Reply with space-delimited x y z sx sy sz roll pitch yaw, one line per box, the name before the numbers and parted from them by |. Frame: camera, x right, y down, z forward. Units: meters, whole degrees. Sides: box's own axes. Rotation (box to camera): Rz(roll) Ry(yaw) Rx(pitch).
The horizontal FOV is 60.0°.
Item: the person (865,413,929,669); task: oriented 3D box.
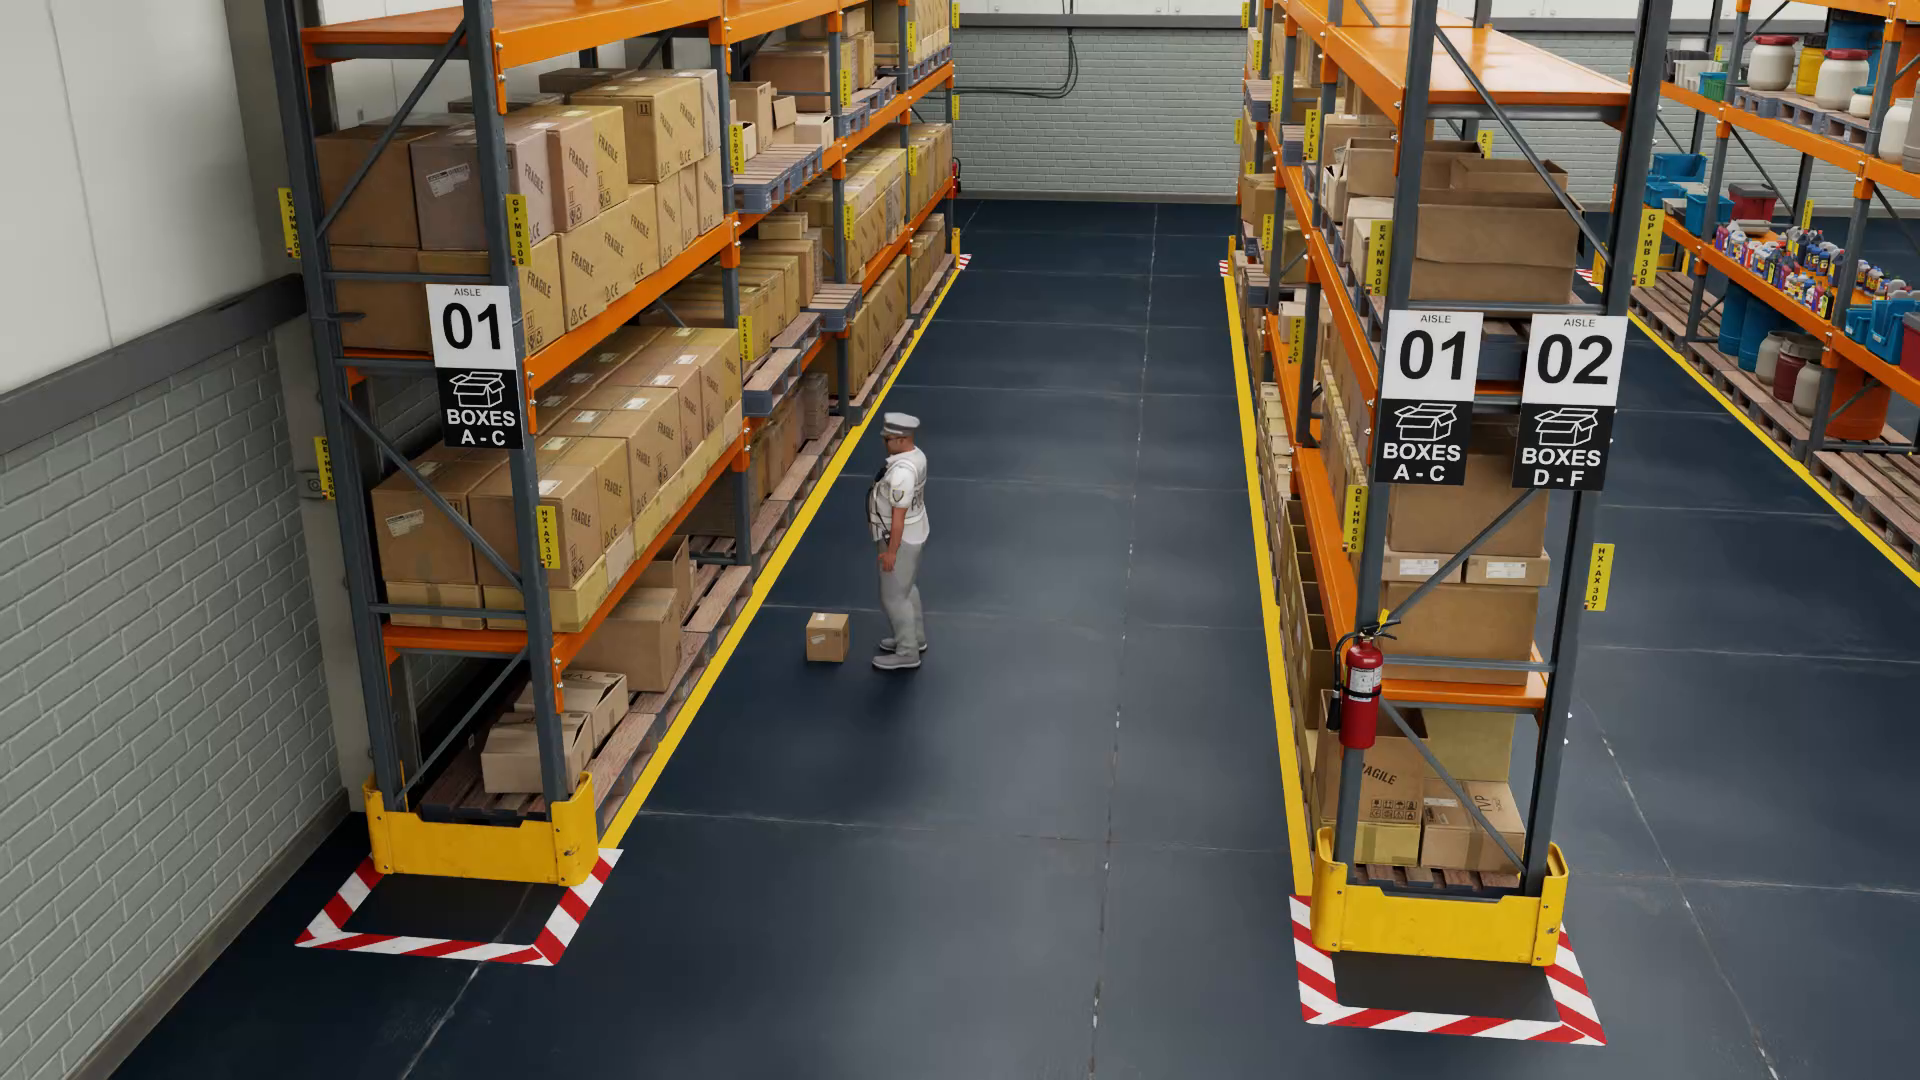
person | -0.410 0.005 11.084 0.393 1.738 0.528 3 21 8
